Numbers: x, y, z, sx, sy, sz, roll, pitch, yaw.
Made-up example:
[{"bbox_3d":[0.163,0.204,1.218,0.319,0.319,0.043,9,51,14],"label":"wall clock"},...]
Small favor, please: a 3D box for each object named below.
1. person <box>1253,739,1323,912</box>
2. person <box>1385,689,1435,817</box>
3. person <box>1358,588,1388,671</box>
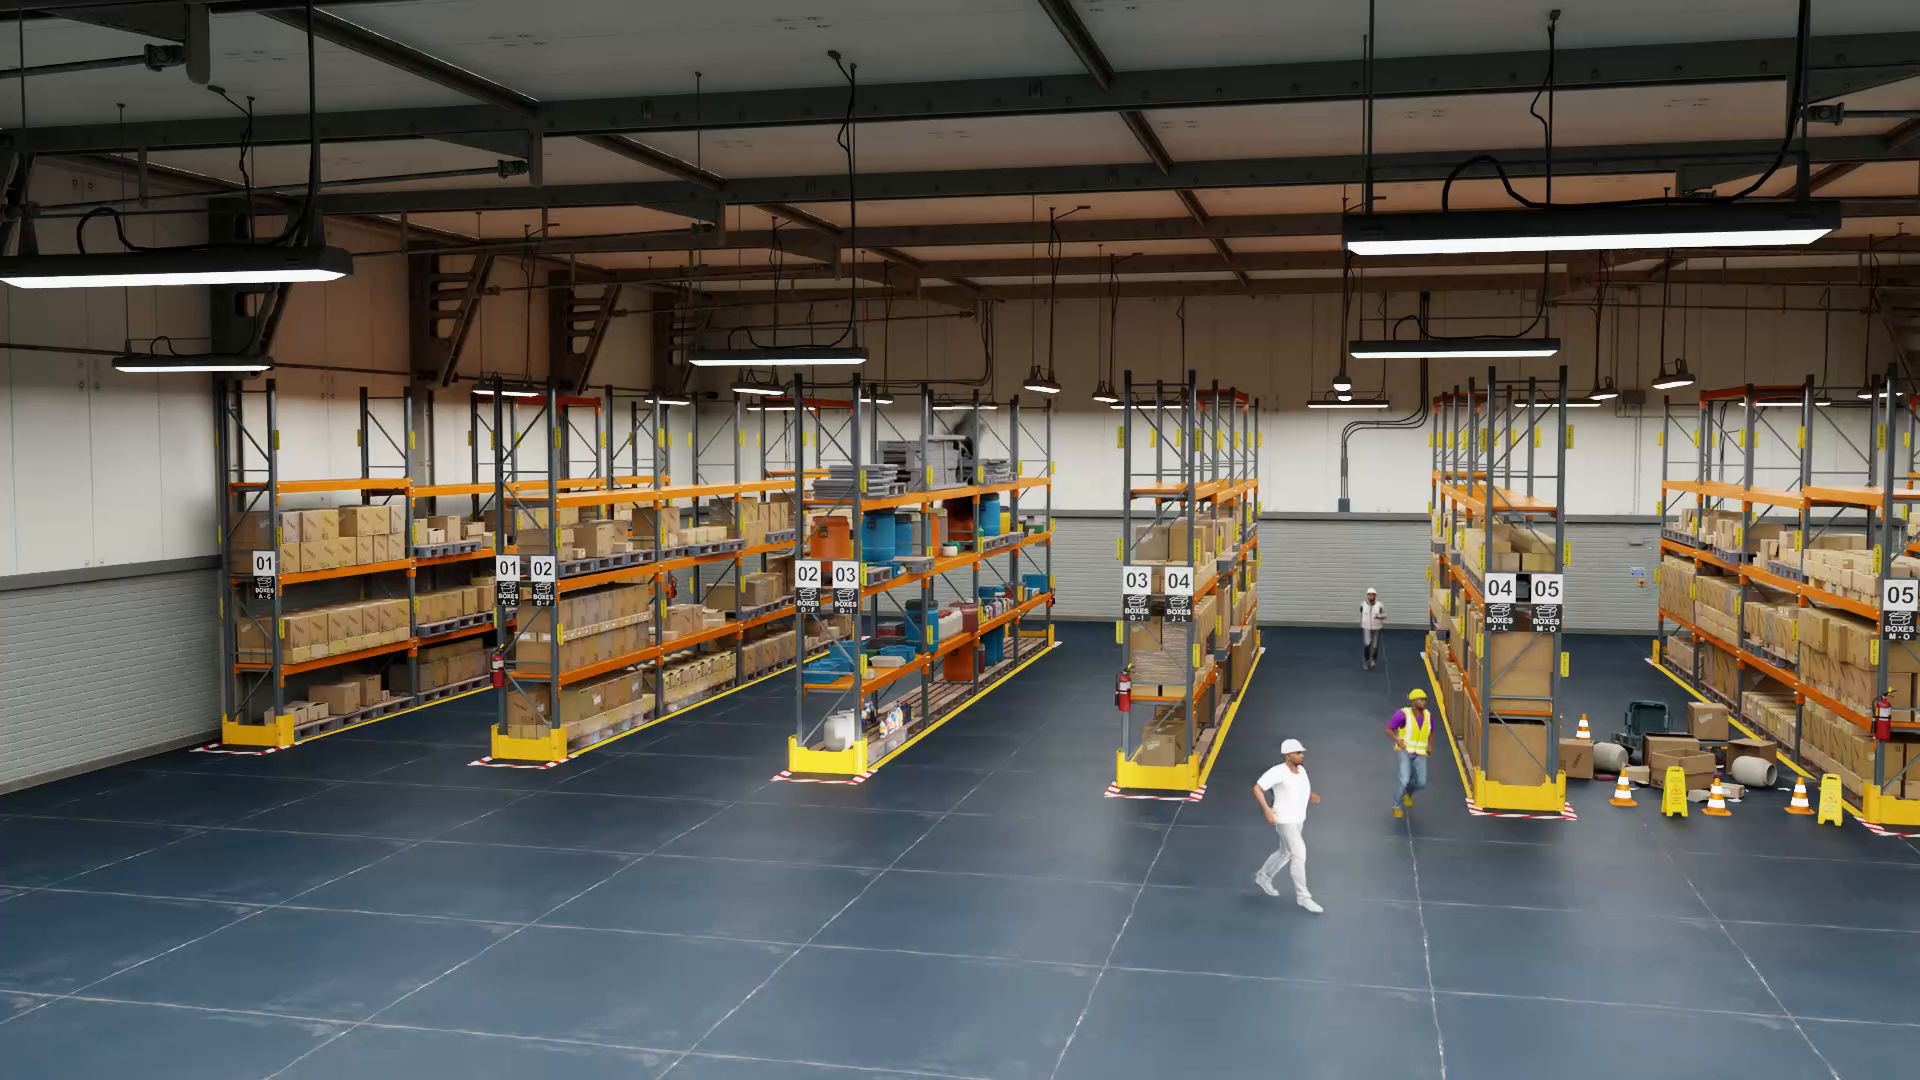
[{"bbox_3d":[3.545,3.020,17.857,0.896,1.776,0.707,3,4,40],"label":"person"},{"bbox_3d":[6.049,2.830,22.239,0.703,1.685,0.562,0,3,-7],"label":"person"},{"bbox_3d":[8.991,1.952,36.240,0.641,1.821,0.756,1,4,17],"label":"person"}]
